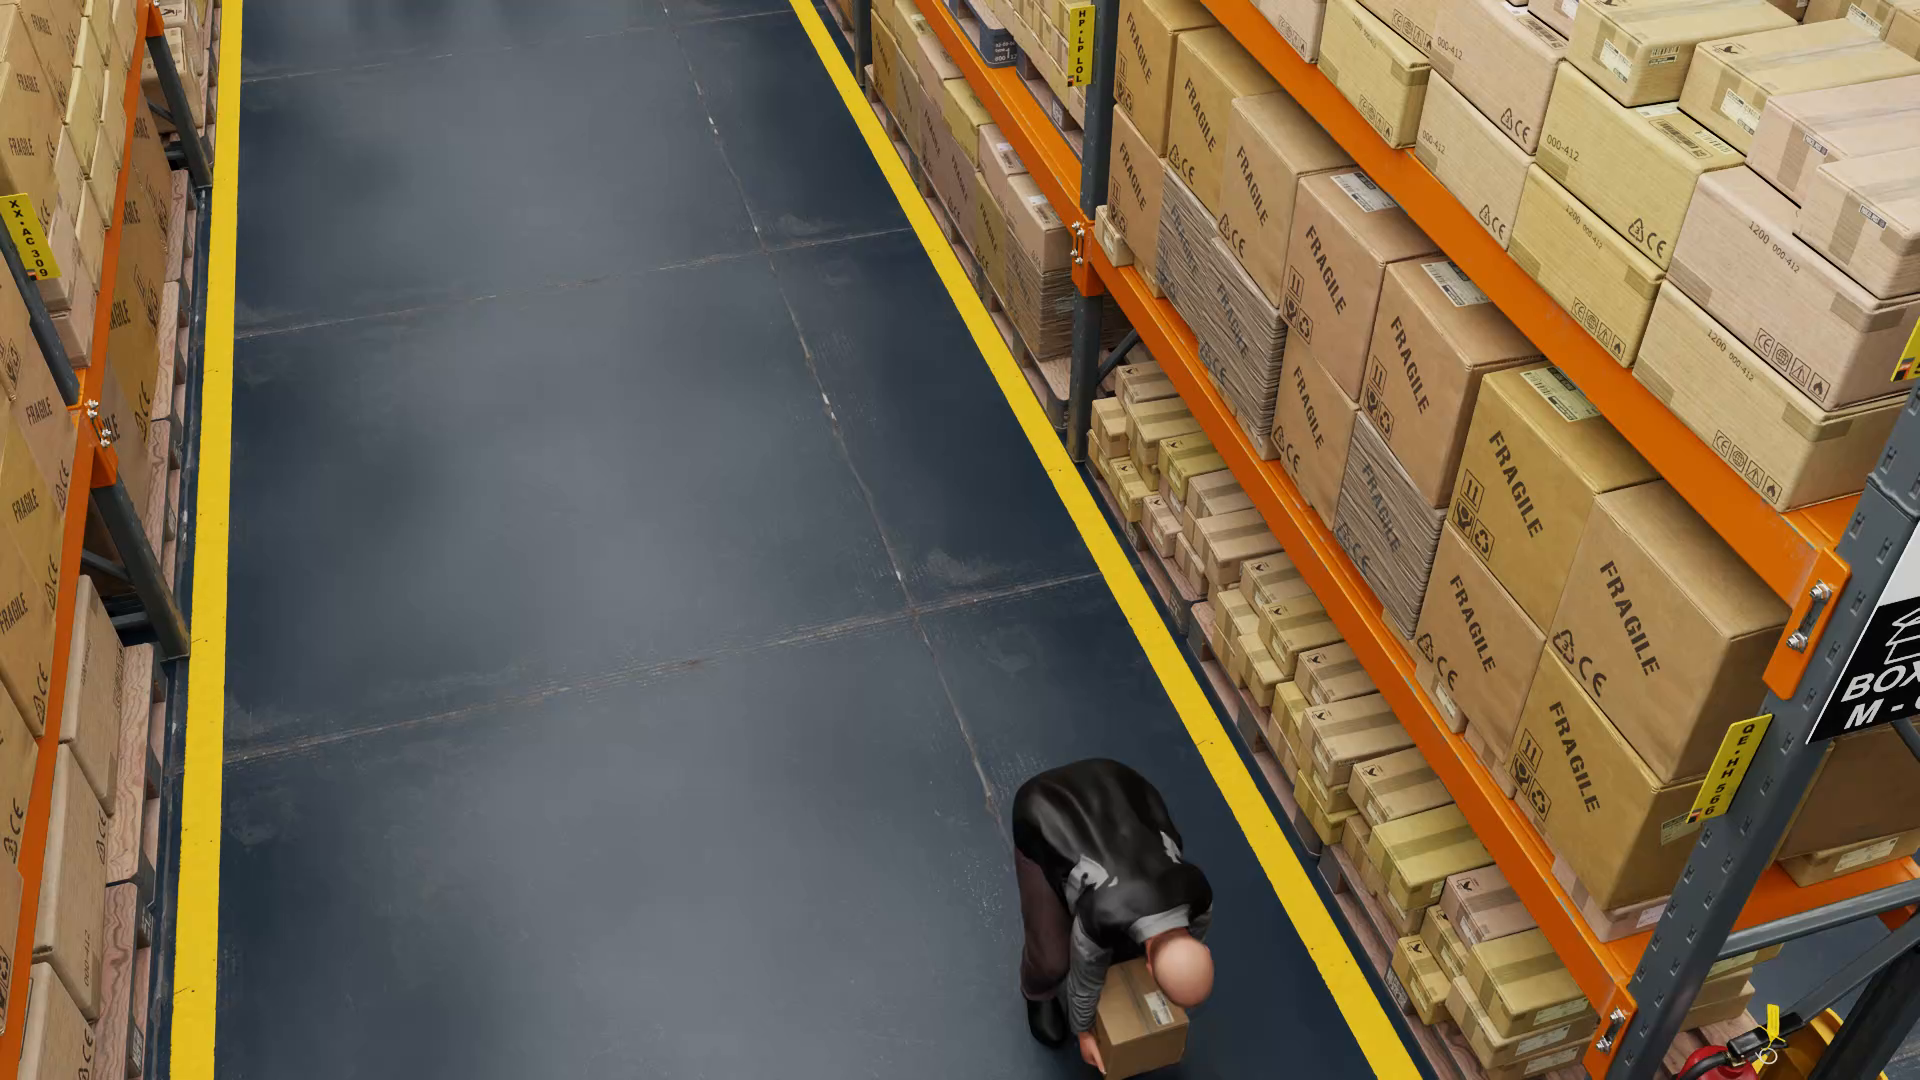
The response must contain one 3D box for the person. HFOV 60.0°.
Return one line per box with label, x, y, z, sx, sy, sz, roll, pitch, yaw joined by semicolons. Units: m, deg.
person;0.444;0.992;5.102;0.479;1.692;0.591;-13;44;-14
